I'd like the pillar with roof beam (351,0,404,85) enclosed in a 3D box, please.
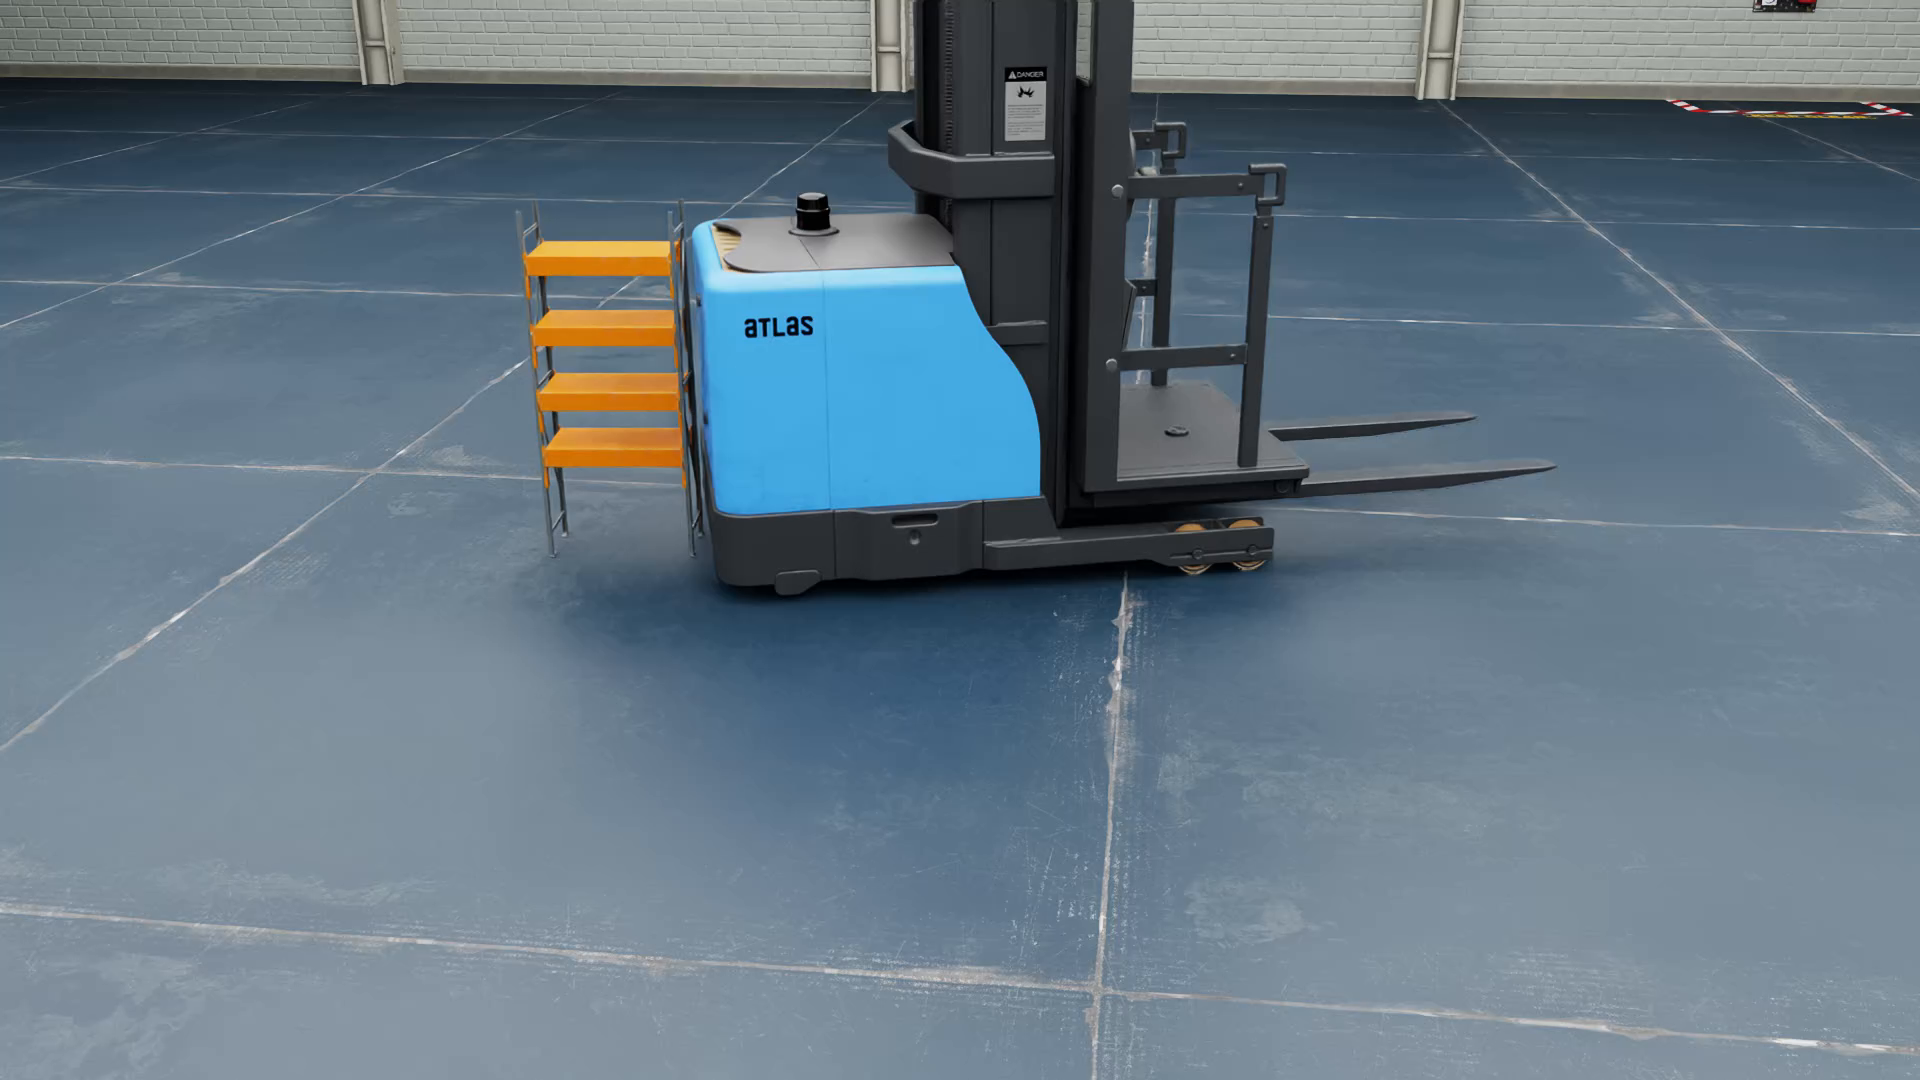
[{"bbox_3d":[-7.247,-7.956,13.825,0.400,9.000,9.100,2,22,6],"label":"pillar with roof beam"}]

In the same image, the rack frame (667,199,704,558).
[{"bbox_3d":[-0.932,-0.539,5.672,0.015,1.200,0.240,0,22,0],"label":"rack frame"}]

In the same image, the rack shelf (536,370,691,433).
[{"bbox_3d":[-1.176,-0.477,5.697,0.480,0.148,0.258,0,22,0],"label":"rack shelf"}]

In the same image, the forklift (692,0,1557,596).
[{"bbox_3d":[0.610,-1.435,5.584,3.031,2.935,1.130,-4,22,-10],"label":"forklift"}]

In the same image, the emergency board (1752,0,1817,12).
[{"bbox_3d":[8.685,-6.080,17.240,0.643,1.169,0.194,2,22,6],"label":"emergency board"}]

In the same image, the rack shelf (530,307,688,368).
[{"bbox_3d":[-1.176,-0.685,5.615,0.480,0.148,0.258,0,22,0],"label":"rack shelf"}]

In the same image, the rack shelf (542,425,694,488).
[{"bbox_3d":[-1.176,-0.292,5.770,0.480,0.148,0.258,0,22,0],"label":"rack shelf"}]

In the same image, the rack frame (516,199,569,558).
[{"bbox_3d":[-1.420,-0.539,5.672,0.015,1.200,0.240,0,22,0],"label":"rack frame"}]

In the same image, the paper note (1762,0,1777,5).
[{"bbox_3d":[8.518,-5.704,17.485,0.142,0.148,0.016,2,22,6],"label":"paper note"}]

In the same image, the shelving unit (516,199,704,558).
[{"bbox_3d":[-1.176,-0.539,5.672,0.503,1.200,0.258,0,22,0],"label":"shelving unit"}]

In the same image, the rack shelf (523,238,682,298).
[{"bbox_3d":[-1.176,-0.905,5.528,0.480,0.148,0.258,0,22,0],"label":"rack shelf"}]

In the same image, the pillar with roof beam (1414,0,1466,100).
[{"bbox_3d":[4.670,-7.437,12.512,0.400,9.000,9.100,2,22,6],"label":"pillar with roof beam"}]

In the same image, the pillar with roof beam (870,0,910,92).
[{"bbox_3d":[-1.288,-7.697,13.169,0.400,9.000,9.100,2,22,6],"label":"pillar with roof beam"}]
